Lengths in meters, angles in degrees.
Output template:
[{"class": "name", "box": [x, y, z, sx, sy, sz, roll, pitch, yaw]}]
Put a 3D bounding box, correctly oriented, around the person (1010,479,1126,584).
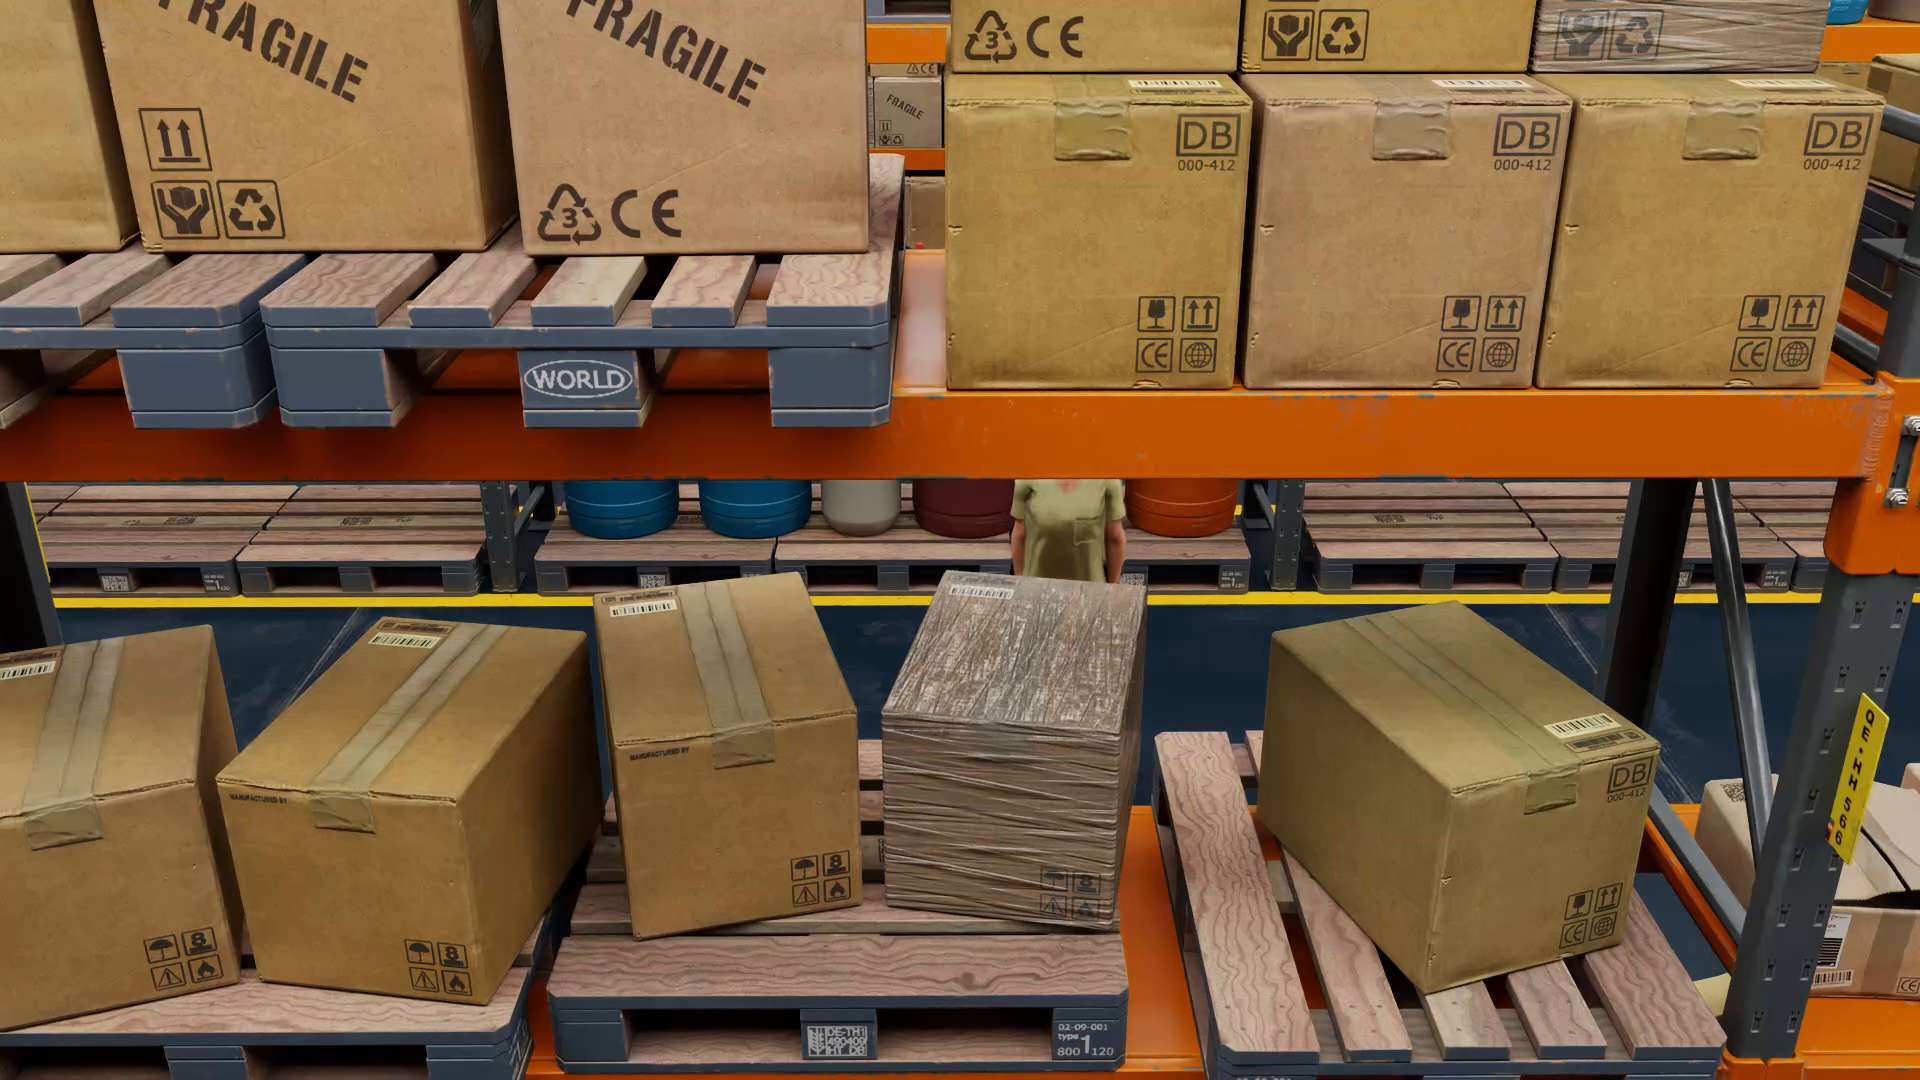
[{"class": "person", "box": [0.424, 0.342, 6.666, 0.458, 1.420, 0.325, 0, 24, 1]}]
